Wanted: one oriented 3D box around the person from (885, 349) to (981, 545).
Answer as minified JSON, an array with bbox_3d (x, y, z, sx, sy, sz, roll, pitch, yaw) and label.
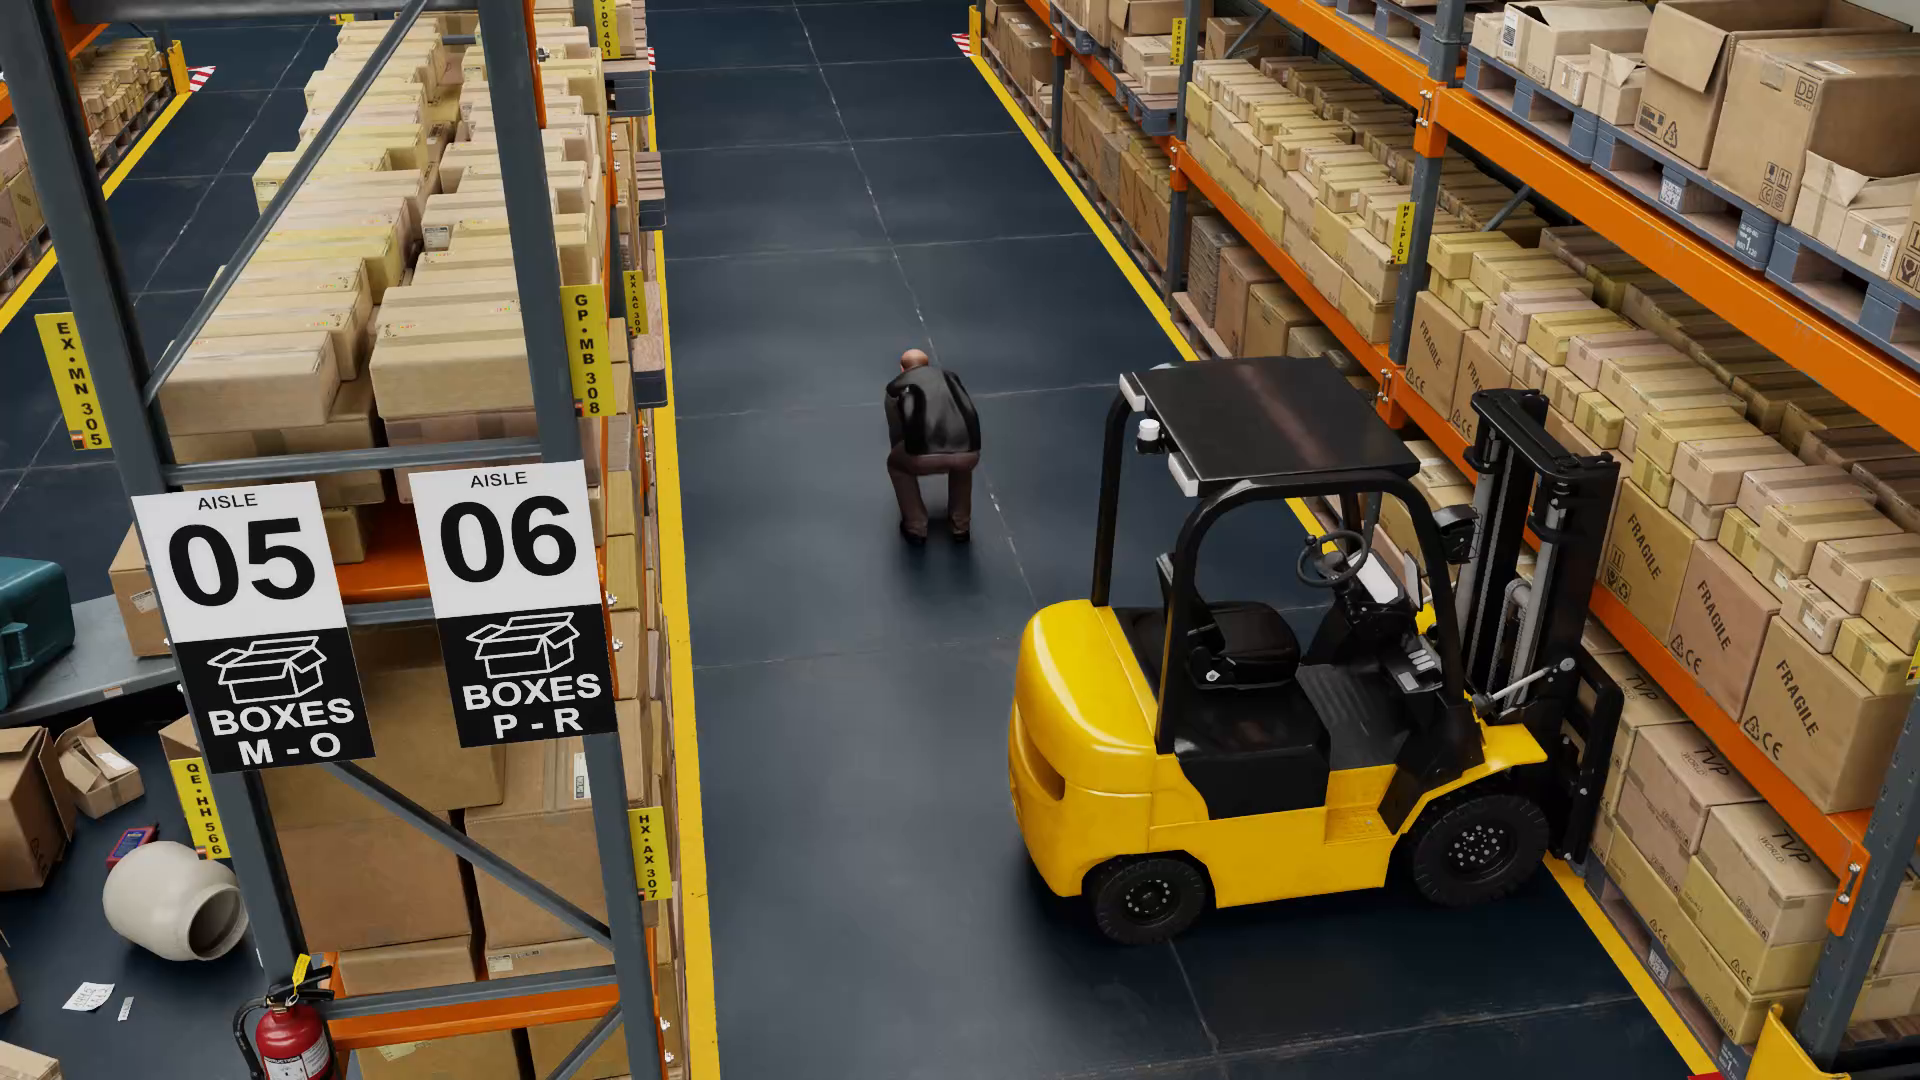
[{"bbox_3d":[-0.176,-0.536,9.816,0.520,0.969,0.938,-7,31,-11],"label":"person"}]
